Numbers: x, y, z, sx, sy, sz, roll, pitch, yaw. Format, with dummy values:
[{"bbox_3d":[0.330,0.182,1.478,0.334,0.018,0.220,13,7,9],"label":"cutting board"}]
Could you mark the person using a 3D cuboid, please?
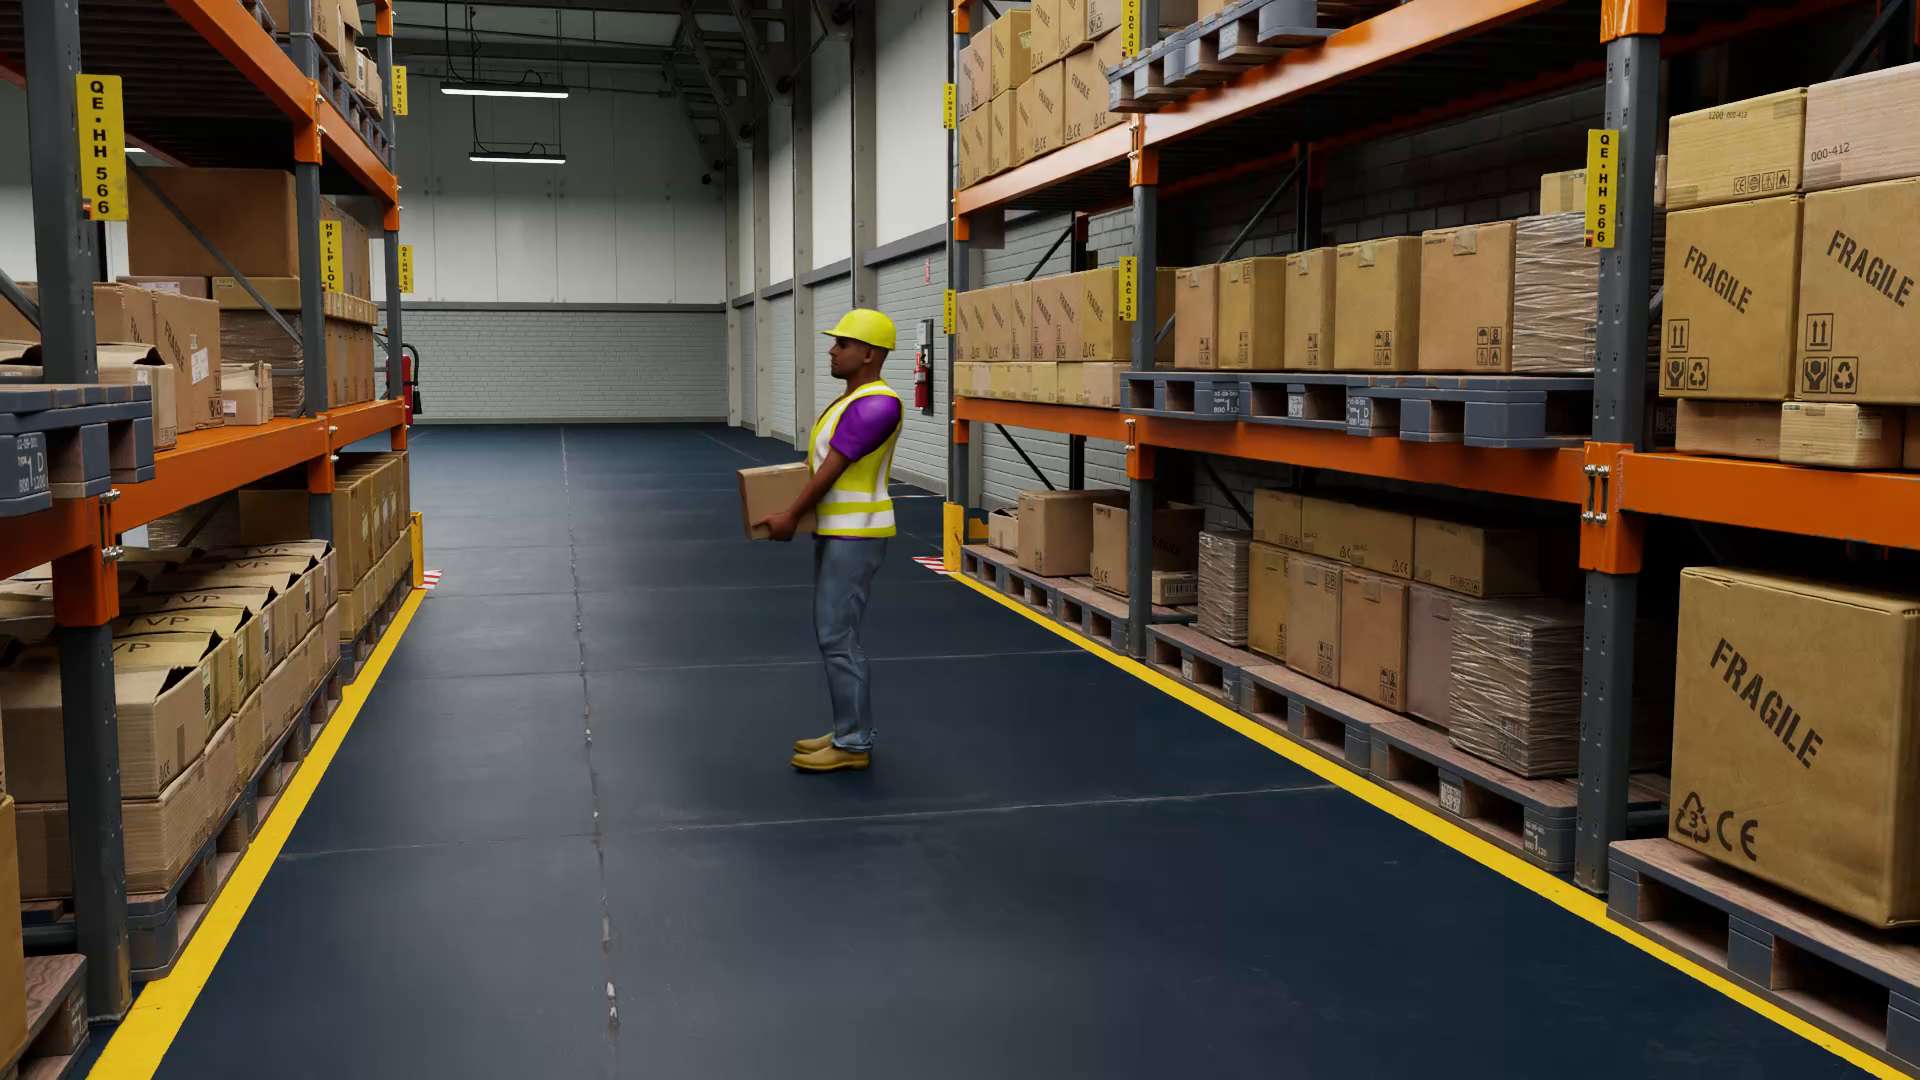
[{"bbox_3d":[-0.520,-0.002,6.394,0.587,1.760,0.503,-1,6,-13],"label":"person"}]
